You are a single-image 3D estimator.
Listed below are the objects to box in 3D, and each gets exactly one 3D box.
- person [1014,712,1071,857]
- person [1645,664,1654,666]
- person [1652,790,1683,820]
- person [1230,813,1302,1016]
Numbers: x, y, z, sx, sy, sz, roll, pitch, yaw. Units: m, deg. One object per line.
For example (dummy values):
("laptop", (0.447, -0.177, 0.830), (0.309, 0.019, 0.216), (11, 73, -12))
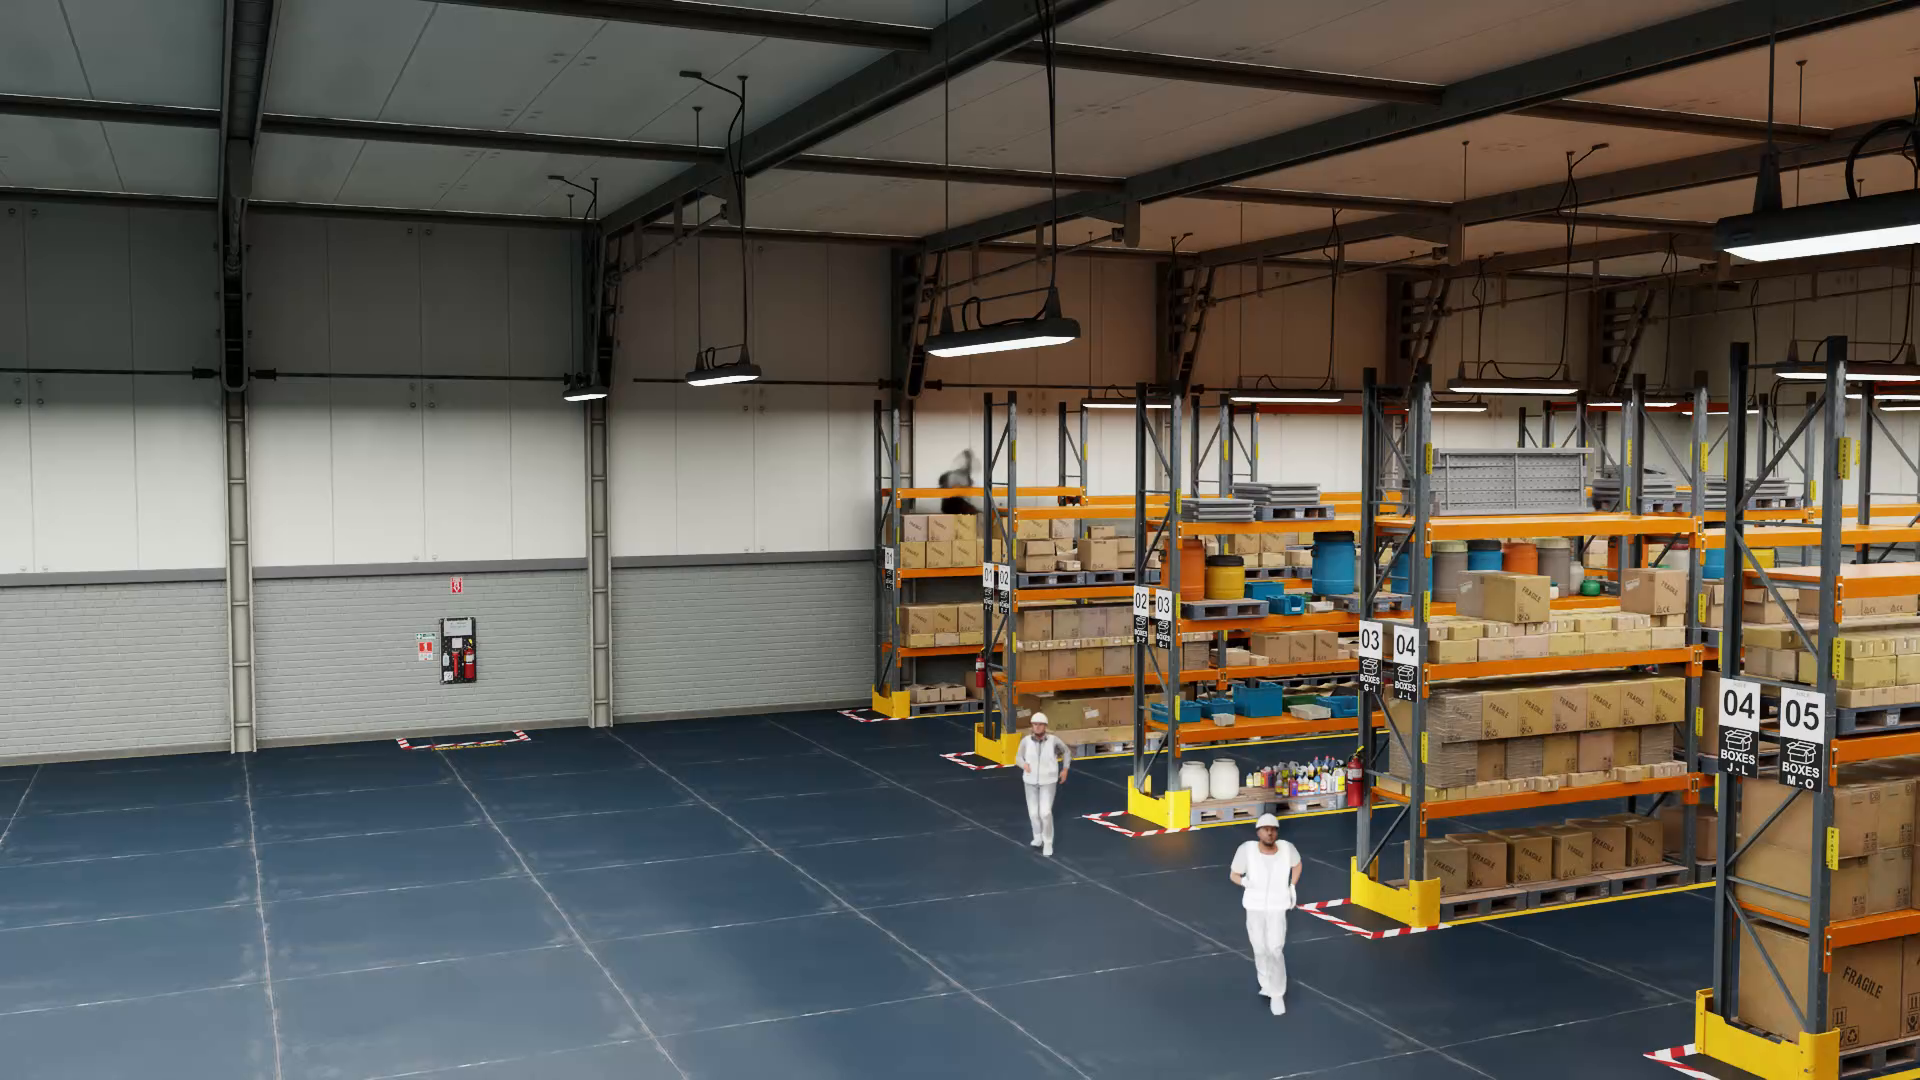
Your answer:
("person", (1.020, 3.082, 20.925), (0.676, 1.837, 0.735), (1, 3, 14))
("person", (12.801, 2.542, 30.471), (0.900, 1.663, 0.604), (-3, 4, -40))
("person", (9.586, 3.040, 22.343), (0.683, 1.727, 0.555), (-2, 4, -26))
("person", (2.785, 3.406, 15.193), (0.642, 1.836, 0.748), (1, 3, 13))
